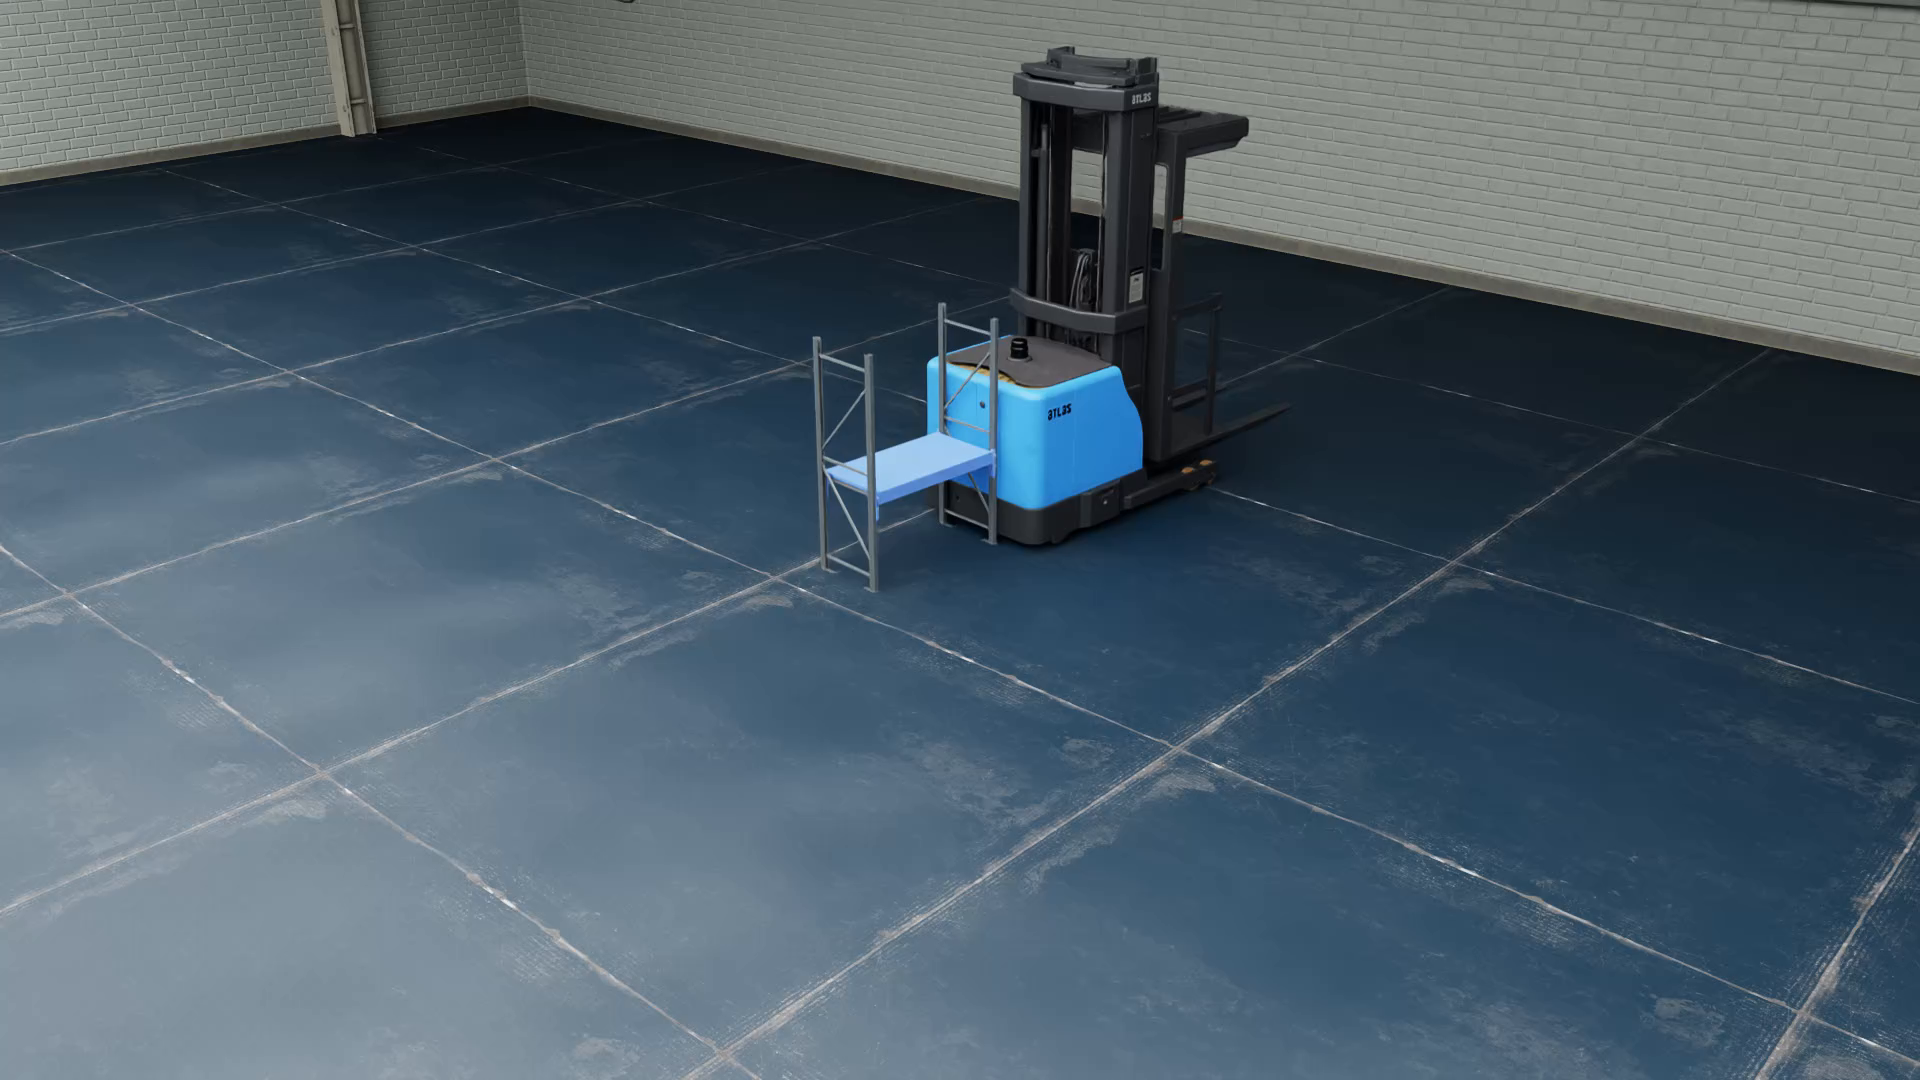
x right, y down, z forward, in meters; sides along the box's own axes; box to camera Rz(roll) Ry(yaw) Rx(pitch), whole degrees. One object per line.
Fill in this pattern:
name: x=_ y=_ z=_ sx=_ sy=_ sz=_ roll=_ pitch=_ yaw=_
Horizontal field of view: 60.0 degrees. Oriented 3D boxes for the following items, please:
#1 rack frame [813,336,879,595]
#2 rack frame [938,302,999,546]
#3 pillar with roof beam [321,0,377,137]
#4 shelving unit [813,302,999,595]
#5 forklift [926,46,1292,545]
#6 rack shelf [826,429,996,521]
rack frame: x=-0.678 y=-0.433 z=9.882 sx=0.032 sy=1.500 sz=0.500 roll=-22 pitch=32 yaw=-40
rack frame: x=0.049 y=-0.723 z=10.530 sx=0.032 sy=1.500 sz=0.500 roll=-22 pitch=32 yaw=-40
pillar with roof beam: x=-5.339 y=-8.708 z=19.172 sx=9.100 sy=9.000 sz=0.400 roll=20 pitch=31 yaw=38
shelving unit: x=-0.314 y=-0.578 z=10.206 sx=1.048 sy=1.500 sz=0.538 roll=-22 pitch=32 yaw=-40
forklift: x=1.178 y=-1.809 z=11.201 sx=3.031 sy=2.935 sz=1.130 roll=-22 pitch=32 yaw=-40
rack shelf: x=-0.314 y=-0.414 z=10.280 sx=1.000 sy=0.185 sz=0.538 roll=-22 pitch=32 yaw=-40
